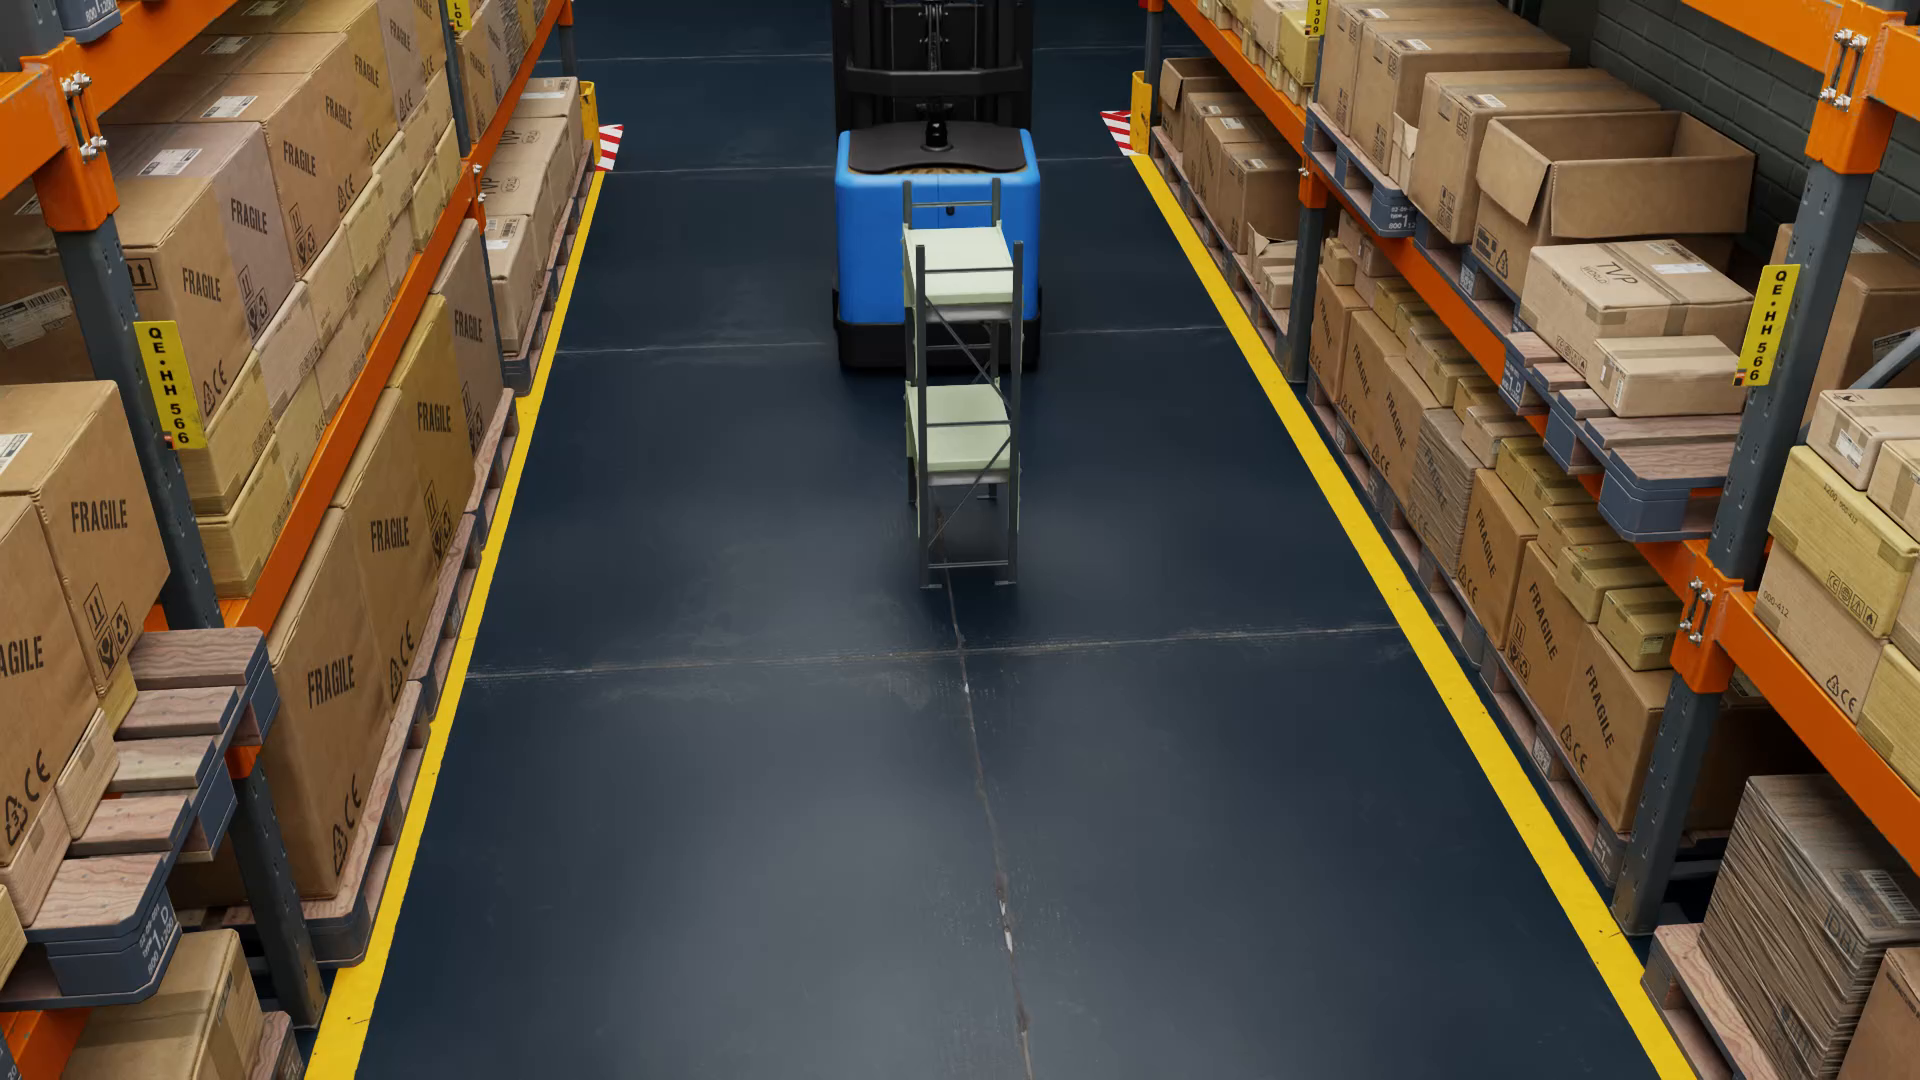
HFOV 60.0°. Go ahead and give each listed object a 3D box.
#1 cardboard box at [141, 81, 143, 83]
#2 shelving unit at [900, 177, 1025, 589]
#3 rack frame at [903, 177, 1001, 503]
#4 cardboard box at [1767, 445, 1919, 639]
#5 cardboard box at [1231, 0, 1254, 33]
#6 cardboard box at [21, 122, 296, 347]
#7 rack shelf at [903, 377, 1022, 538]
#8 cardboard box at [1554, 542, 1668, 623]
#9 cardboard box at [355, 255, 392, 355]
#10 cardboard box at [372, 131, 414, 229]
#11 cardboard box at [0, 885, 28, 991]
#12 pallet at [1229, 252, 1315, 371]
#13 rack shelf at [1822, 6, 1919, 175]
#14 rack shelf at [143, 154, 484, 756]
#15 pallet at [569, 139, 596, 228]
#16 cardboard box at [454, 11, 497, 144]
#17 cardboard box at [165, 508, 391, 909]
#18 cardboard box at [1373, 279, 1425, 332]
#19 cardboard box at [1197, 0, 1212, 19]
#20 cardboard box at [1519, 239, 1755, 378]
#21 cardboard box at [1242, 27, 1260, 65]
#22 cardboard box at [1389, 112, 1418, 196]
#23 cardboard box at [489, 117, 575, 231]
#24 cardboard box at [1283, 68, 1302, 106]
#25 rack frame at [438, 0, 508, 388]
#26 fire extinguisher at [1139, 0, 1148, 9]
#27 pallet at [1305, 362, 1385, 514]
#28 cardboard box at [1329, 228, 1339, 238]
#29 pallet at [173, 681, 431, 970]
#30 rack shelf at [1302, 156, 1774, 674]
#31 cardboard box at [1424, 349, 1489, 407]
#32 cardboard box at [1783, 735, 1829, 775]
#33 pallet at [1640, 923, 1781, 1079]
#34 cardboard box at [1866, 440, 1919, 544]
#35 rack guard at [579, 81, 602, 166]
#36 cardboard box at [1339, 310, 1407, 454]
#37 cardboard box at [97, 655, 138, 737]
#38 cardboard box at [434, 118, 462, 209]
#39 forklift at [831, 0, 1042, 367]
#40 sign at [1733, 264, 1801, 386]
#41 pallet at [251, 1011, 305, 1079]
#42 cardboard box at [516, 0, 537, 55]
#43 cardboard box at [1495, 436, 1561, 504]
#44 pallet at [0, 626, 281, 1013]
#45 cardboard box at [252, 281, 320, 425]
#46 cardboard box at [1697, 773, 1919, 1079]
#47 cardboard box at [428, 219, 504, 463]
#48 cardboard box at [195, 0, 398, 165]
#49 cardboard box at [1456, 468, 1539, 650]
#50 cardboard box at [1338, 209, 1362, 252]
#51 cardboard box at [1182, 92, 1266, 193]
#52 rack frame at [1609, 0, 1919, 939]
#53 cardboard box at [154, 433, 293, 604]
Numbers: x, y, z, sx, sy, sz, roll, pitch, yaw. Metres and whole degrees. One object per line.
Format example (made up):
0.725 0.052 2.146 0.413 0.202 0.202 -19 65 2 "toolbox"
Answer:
-2.783 -1.102 5.098 0.500 0.500 0.500 -3 31 -5 "cardboard box"
0.001 -0.640 6.860 0.431 1.500 0.755 -3 31 -5 "shelving unit"
-0.034 -0.827 7.173 0.400 1.500 0.023 -3 31 -5 "rack frame"
2.337 -0.014 4.007 0.500 0.250 0.500 -3 31 -5 "cardboard box"
1.804 -2.967 9.149 0.500 0.250 0.500 -3 31 -5 "cardboard box"
-2.237 -0.852 4.678 0.500 0.500 0.500 -3 31 -4 "cardboard box"
0.001 -0.361 7.027 0.431 0.370 0.720 -3 31 -5 "rack shelf"
2.209 0.133 5.497 0.380 0.149 0.250 -4 31 -7 "cardboard box"
-2.332 -0.842 5.881 0.500 0.250 0.500 -3 31 -5 "cardboard box"
-2.360 -1.323 6.199 0.500 0.250 0.500 -2 31 -3 "cardboard box"
-1.893 0.749 2.906 0.380 0.149 0.250 -2 31 -4 "cardboard box"
2.126 -1.299 9.219 1.003 0.211 1.213 -3 31 -5 "pallet"
2.750 -0.061 2.203 1.077 0.370 4.000 -3 31 -5 "rack shelf"
-2.565 -0.576 5.990 1.077 0.370 4.000 -3 31 -5 "rack shelf"
-2.973 -2.346 10.972 1.003 0.211 1.213 -3 31 -5 "pallet"
-2.535 -2.201 7.911 0.500 0.500 0.500 -2 31 -3 "cardboard box"
-2.360 0.512 5.130 0.875 0.875 0.875 -3 31 -5 "cardboard box"
2.097 -1.067 7.506 0.380 0.149 0.250 -4 31 -7 "cardboard box"
1.644 -3.238 9.992 0.380 0.149 0.250 -4 31 -6 "cardboard box"
2.143 -0.742 5.304 0.500 0.250 0.500 -4 31 -7 "cardboard box"
1.765 -2.716 9.116 0.380 0.149 0.250 -3 31 -5 "cardboard box"
1.937 -1.540 6.625 0.396 0.266 0.258 -1 31 -2 "cardboard box"
-2.871 -2.229 10.146 0.875 0.438 0.875 -2 31 -3 "cardboard box"
1.863 -2.320 8.454 0.380 0.149 0.250 -2 31 -3 "cardboard box"
-2.752 -1.905 7.515 1.000 3.000 0.127 -3 31 -5 "rack frame"
1.342 -4.047 11.539 0.296 0.674 0.183 -3 31 -5 "fire extinguisher"
2.303 -0.535 7.939 1.003 0.211 1.213 -3 31 -5 "pallet"
2.323 -1.672 9.494 0.380 0.149 0.250 -3 31 -5 "cardboard box"
-2.377 0.928 5.491 1.003 0.211 1.213 -3 31 -5 "pallet"
2.377 -0.815 6.391 1.077 0.370 4.000 -3 31 -5 "rack shelf"
2.143 -0.671 6.844 0.380 0.149 0.250 -2 31 -3 "cardboard box"
2.803 0.561 5.413 0.500 0.500 0.500 -2 31 -3 "cardboard box"
2.601 1.516 4.506 1.003 0.211 1.213 -3 31 -5 "pallet"
2.326 -0.111 3.781 0.380 0.149 0.250 -2 31 -4 "cardboard box"
-3.128 -2.887 11.595 1.175 0.500 0.348 -3 31 -5 "rack guard"
2.070 -0.723 7.564 0.500 0.500 0.500 -3 31 -5 "cardboard box"
-2.016 0.354 3.568 0.380 0.149 0.250 -2 31 -4 "cardboard box"
-2.459 -1.624 7.190 0.500 0.250 0.500 -3 31 -6 "cardboard box"
-0.156 -2.874 9.204 1.130 2.935 3.031 -1 31 -2 "forklift"
2.024 -0.535 4.169 0.100 0.325 0.005 -3 31 -5 "sign"
-2.307 1.733 4.143 1.003 0.211 1.213 -3 31 -5 "pallet"
-2.666 -2.975 9.208 0.500 0.500 0.500 -2 31 -3 "cardboard box"
2.225 -0.267 6.168 0.380 0.149 0.250 -3 31 -5 "cardboard box"
-2.206 0.578 3.545 1.213 0.211 1.003 -3 31 -5 "pallet"
-2.227 -0.548 4.901 0.500 0.250 0.500 -2 31 -3 "cardboard box"
2.608 1.055 4.464 0.875 0.625 0.625 -2 31 -3 "cardboard box"
-2.614 -0.861 7.429 0.875 0.875 0.875 -2 31 -3 "cardboard box"
-2.377 -1.638 5.995 0.500 0.500 0.500 -2 31 -3 "cardboard box"
2.222 0.061 6.250 0.500 0.500 0.500 -1 31 -2 "cardboard box"
2.019 -1.466 7.884 0.380 0.149 0.250 -3 31 -5 "cardboard box"
1.820 -2.539 10.604 0.700 0.500 0.500 -2 31 -3 "cardboard box"
2.563 -0.103 4.497 1.000 3.000 0.127 -3 31 -5 "rack frame"
-2.173 -0.061 4.573 0.500 0.250 0.500 -3 31 -5 "cardboard box"
